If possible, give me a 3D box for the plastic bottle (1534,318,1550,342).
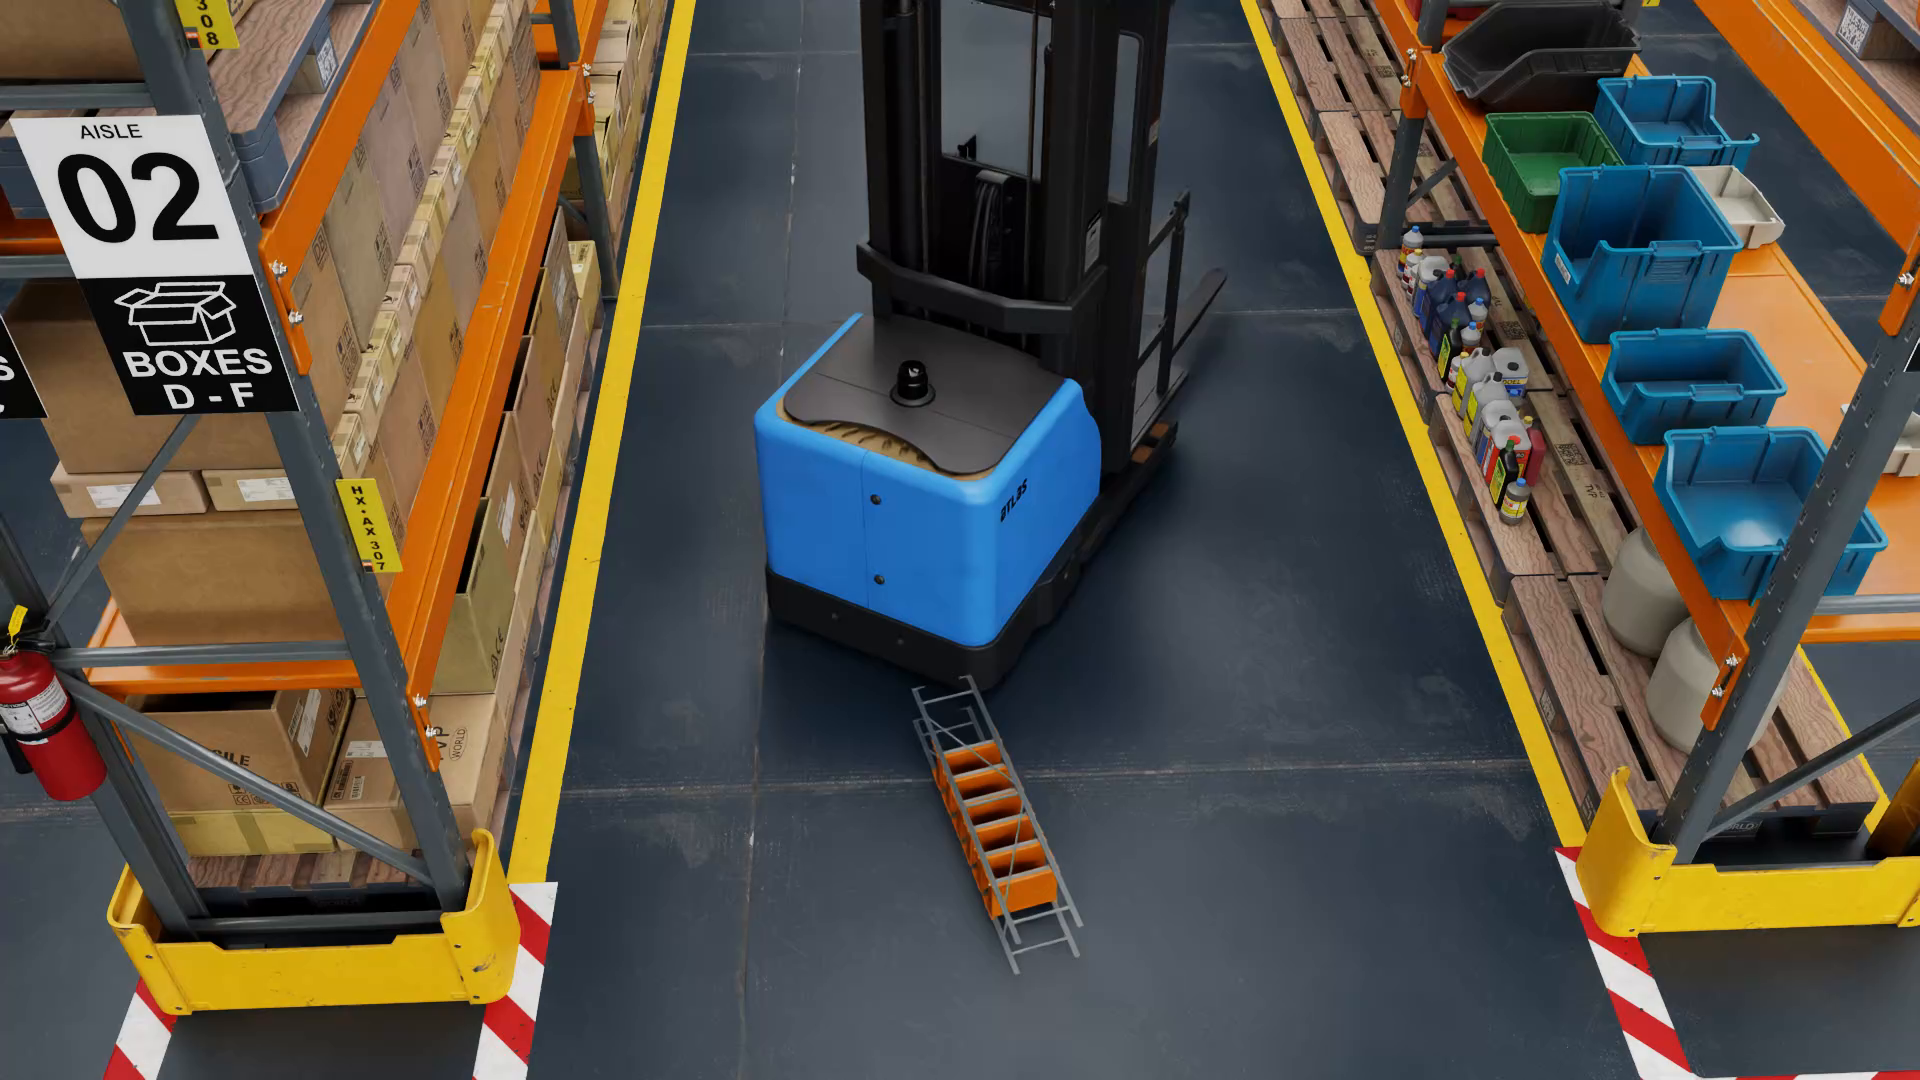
[{"bbox_3d":[2.851,-1.095,7.915,0.152,0.276,0.135,-2,43,-2],"label":"plastic bottle"}]

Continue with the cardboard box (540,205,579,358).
[{"bbox_3d":[-2.027,-1.148,7.452,0.500,0.500,0.500,-2,43,-2],"label":"cardboard box"}]

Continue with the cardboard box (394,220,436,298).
[{"bbox_3d":[-1.952,-0.918,5.478,0.380,0.149,0.250,-3,43,-3],"label":"cardboard box"}]

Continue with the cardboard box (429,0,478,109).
[{"bbox_3d":[-2.206,-1.911,6.081,0.700,0.500,0.500,-2,43,-2],"label":"cardboard box"}]

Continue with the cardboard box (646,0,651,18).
[{"bbox_3d":[-2.129,-3.385,10.032,0.500,0.311,0.500,-2,43,-2],"label":"cardboard box"}]

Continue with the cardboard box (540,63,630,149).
[{"bbox_3d":[-2.059,-2.347,8.900,0.500,0.311,0.500,-2,43,-2],"label":"cardboard box"}]

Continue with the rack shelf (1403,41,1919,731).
[{"bbox_3d":[2.759,-0.899,6.543,1.077,0.370,4.000,-2,43,-2],"label":"rack shelf"}]

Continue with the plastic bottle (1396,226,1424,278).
[{"bbox_3d":[2.250,-1.443,8.298,0.097,0.271,0.097,0,43,0],"label":"plastic bottle"}]

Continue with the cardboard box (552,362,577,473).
[{"bbox_3d":[-1.989,-0.534,7.337,0.500,0.250,0.500,-2,43,-2],"label":"cardboard box"}]

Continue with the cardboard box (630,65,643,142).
[{"bbox_3d":[-2.089,-2.490,9.471,0.500,0.250,0.500,-3,43,-3],"label":"cardboard box"}]

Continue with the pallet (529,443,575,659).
[{"bbox_3d":[-2.228,0.017,7.075,1.003,0.211,1.213,-2,43,-2],"label":"pallet"}]

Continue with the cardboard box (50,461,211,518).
[{"bbox_3d":[-2.311,-0.203,4.697,0.380,0.149,0.250,-2,43,-3],"label":"cardboard box"}]

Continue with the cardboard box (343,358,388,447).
[{"bbox_3d":[-1.920,-0.400,4.912,0.380,0.149,0.250,-3,43,-3],"label":"cardboard box"}]

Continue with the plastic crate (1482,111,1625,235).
[{"bbox_3d":[2.450,-1.512,6.836,0.450,0.188,0.662,-2,43,-2],"label":"plastic crate"}]

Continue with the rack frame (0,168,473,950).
[{"bbox_3d":[-2.105,0.325,4.675,1.000,3.000,0.127,-2,43,-2],"label":"rack frame"}]

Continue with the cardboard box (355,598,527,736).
[{"bbox_3d":[-1.930,0.478,6.232,0.500,0.250,0.500,-2,43,-2],"label":"cardboard box"}]

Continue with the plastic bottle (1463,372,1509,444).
[{"bbox_3d":[2.328,-0.603,7.323,0.144,0.351,0.185,0,43,0],"label":"plastic bottle"}]

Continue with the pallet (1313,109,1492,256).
[{"bbox_3d":[2.602,-2.016,9.293,1.003,0.211,1.213,-2,43,-2],"label":"pallet"}]

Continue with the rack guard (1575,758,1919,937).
[{"bbox_3d":[2.794,1.057,5.726,1.175,0.500,0.348,-2,43,-2],"label":"rack guard"}]

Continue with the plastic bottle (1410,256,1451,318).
[{"bbox_3d":[2.291,-1.227,8.059,0.152,0.276,0.135,0,43,0],"label":"plastic bottle"}]

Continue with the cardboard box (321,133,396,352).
[{"bbox_3d":[-2.142,-0.896,4.973,0.700,0.500,0.500,-3,43,-3],"label":"cardboard box"}]

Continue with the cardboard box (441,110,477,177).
[{"bbox_3d":[-1.982,-1.437,6.044,0.380,0.149,0.250,0,43,0],"label":"cardboard box"}]

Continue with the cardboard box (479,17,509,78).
[{"bbox_3d":[-2.015,-1.952,6.606,0.380,0.149,0.250,-2,43,-2],"label":"cardboard box"}]

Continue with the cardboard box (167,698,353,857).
[{"bbox_3d":[-2.423,0.831,5.848,0.500,0.250,0.500,-2,43,-2],"label":"cardboard box"}]

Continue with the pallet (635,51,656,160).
[{"bbox_3d":[-2.400,-2.669,10.005,1.003,0.211,1.213,-2,43,-2],"label":"pallet"}]

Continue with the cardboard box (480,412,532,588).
[{"bbox_3d":[-1.963,-0.135,6.347,0.500,0.500,0.500,-2,43,-2],"label":"cardboard box"}]

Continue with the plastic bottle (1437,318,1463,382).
[{"bbox_3d":[2.267,-0.878,7.673,0.061,0.283,0.133,0,43,0],"label":"plastic bottle"}]

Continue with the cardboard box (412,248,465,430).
[{"bbox_3d":[-2.154,-0.717,5.738,0.700,0.500,0.500,-1,43,-2],"label":"cardboard box"}]

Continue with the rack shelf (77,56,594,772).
[{"bbox_3d":[-2.190,-0.760,6.391,1.077,0.370,4.000,-2,43,-2],"label":"rack shelf"}]

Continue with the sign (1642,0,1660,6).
[{"bbox_3d":[3.224,-2.625,7.689,0.100,0.325,0.005,-2,43,-2],"label":"sign"}]

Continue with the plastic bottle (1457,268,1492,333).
[{"bbox_3d":[2.438,-1.147,7.917,0.144,0.351,0.185,-2,43,-2],"label":"plastic bottle"}]

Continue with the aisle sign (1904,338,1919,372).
[{"bbox_3d":[2.551,-0.715,3.887,0.394,0.787,0.004,-2,43,-2],"label":"aisle sign"}]

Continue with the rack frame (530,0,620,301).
[{"bbox_3d":[-2.275,-2.375,7.621,1.000,3.000,0.127,-2,43,-2],"label":"rack frame"}]

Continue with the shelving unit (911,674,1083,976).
[{"bbox_3d":[0.114,0.997,6.019,0.258,0.189,1.200,-12,44,-13],"label":"shelving unit"}]

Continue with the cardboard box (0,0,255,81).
[{"bbox_3d":[-2.125,-1.413,3.861,0.797,0.503,0.637,1,43,1],"label":"cardboard box"}]

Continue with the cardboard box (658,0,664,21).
[{"bbox_3d":[-2.153,-3.520,10.595,0.500,0.250,0.500,-2,43,-2],"label":"cardboard box"}]

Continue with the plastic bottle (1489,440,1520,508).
[{"bbox_3d":[2.305,-0.281,7.021,0.061,0.283,0.133,-1,43,-1],"label":"plastic bottle"}]

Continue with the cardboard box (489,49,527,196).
[{"bbox_3d":[-2.221,-1.756,6.872,0.700,0.500,0.500,-2,43,-2],"label":"cardboard box"}]

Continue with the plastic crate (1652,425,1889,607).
[{"bbox_3d":[2.524,-0.089,5.237,0.499,0.251,0.616,-2,43,-2],"label":"plastic crate"}]

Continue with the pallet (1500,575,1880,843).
[{"bbox_3d":[2.765,0.615,6.423,1.003,0.211,1.213,-2,43,-2],"label":"pallet"}]

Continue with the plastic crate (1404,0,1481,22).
[{"bbox_3d":[2.348,-2.856,8.099,0.402,0.464,0.583,-2,43,-2],"label":"plastic crate"}]

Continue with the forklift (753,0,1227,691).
[{"bbox_3d":[0.346,-1.478,6.693,1.130,2.935,3.031,20,46,20],"label":"forklift"}]

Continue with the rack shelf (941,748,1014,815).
[{"bbox_3d":[0.063,0.892,6.134,0.258,0.180,0.103,-12,44,-13],"label":"rack shelf"}]

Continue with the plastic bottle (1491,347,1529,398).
[{"bbox_3d":[2.467,-0.723,7.509,0.152,0.276,0.135,-2,43,-2],"label":"plastic bottle"}]

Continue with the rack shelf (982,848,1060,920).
[{"bbox_3d":[0.211,1.200,5.798,0.258,0.180,0.103,-12,44,-13],"label":"rack shelf"}]
